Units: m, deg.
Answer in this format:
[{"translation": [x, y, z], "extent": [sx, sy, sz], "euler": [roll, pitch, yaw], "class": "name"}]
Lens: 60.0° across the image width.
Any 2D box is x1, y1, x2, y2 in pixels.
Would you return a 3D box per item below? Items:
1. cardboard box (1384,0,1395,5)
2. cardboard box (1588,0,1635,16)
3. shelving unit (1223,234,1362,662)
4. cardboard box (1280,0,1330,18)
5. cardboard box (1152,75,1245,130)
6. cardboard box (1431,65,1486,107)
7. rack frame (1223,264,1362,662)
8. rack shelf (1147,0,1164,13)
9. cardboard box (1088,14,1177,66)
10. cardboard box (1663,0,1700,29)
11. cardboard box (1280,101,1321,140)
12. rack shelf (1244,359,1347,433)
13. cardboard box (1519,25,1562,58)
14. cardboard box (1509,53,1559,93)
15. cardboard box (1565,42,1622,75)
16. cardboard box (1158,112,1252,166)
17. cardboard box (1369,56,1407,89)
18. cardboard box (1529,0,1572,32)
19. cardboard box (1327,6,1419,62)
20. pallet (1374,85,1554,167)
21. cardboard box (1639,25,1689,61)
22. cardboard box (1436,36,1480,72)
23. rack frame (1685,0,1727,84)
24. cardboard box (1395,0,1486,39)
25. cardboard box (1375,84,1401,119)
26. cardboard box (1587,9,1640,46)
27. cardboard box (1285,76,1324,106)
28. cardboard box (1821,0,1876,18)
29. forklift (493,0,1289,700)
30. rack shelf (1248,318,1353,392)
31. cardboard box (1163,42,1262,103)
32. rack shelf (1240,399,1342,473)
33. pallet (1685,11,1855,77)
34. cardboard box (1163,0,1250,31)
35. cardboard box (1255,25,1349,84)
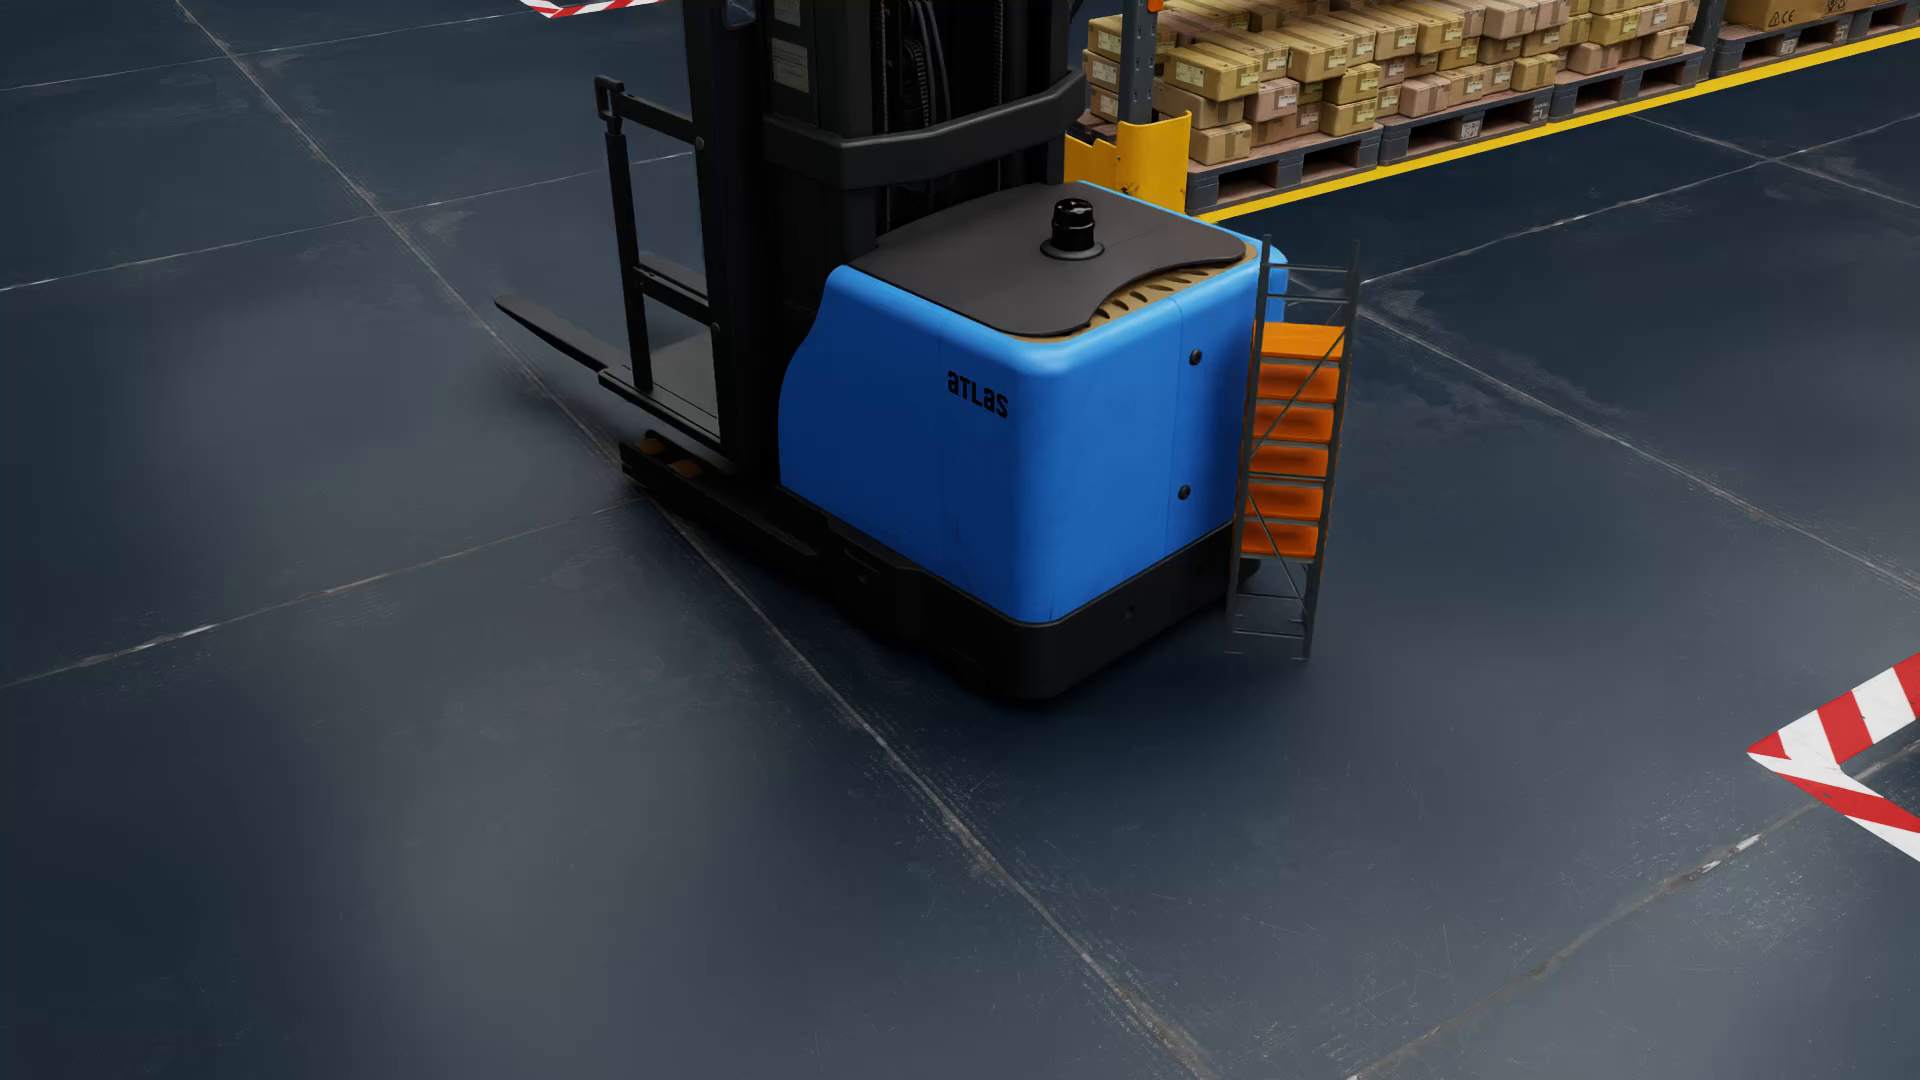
[{"translation": [2.146, -2.828, 8.642], "extent": [0.250, 0.149, 0.380], "euler": [-19, 37, -27], "class": "cardboard box"}, {"translation": [3.318, -2.888, 8.738], "extent": [0.250, 0.149, 0.380], "euler": [-19, 37, -28], "class": "cardboard box"}, {"translation": [0.878, -0.216, 4.463], "extent": [0.258, 1.200, 0.189], "euler": [5, 34, 8], "class": "shelving unit"}, {"translation": [1.659, -2.713, 8.460], "extent": [0.250, 0.149, 0.380], "euler": [-18, 36, -26], "class": "cardboard box"}, {"translation": [1.093, -2.029, 7.655], "extent": [0.250, 0.149, 0.380], "euler": [-17, 36, -25], "class": "cardboard box"}, {"translation": [2.420, -2.328, 8.407], "extent": [0.250, 0.149, 0.380], "euler": [-19, 37, -27], "class": "cardboard box"}, {"translation": [0.863, -0.166, 4.388], "extent": [0.240, 1.200, 0.006], "euler": [5, 34, 8], "class": "rack frame"}, {"translation": [2.194, -3.169, 8.136], "extent": [4.000, 0.370, 1.077], "euler": [-19, 37, -27], "class": "rack shelf"}, {"translation": [0.821, -2.385, 7.941], "extent": [0.250, 0.149, 0.380], "euler": [-19, 37, -27], "class": "cardboard box"}, {"translation": [3.783, -2.915, 9.060], "extent": [0.250, 0.149, 0.380], "euler": [-18, 37, -26], "class": "cardboard box"}, {"translation": [1.508, -2.062, 7.986], "extent": [0.250, 0.149, 0.380], "euler": [-19, 37, -27], "class": "cardboard box"}, {"translation": [0.877, -0.379, 4.354], "extent": [0.258, 0.103, 0.180], "euler": [5, 34, 8], "class": "rack shelf"}, {"translation": [2.879, -2.635, 8.616], "extent": [0.250, 0.149, 0.380], "euler": [-18, 36, -26], "class": "cardboard box"}, {"translation": [2.860, -2.458, 8.613], "extent": [0.250, 0.149, 0.380], "euler": [-19, 37, -27], "class": "cardboard box"}, {"translation": [3.279, -2.614, 8.861], "extent": [0.250, 0.149, 0.380], "euler": [-20, 38, -29], "class": "cardboard box"}, {"translation": [1.127, -1.875, 7.689], "extent": [0.250, 0.149, 0.380], "euler": [-18, 37, -26], "class": "cardboard box"}, {"translation": [1.957, -2.338, 8.145], "extent": [0.250, 0.149, 0.380], "euler": [-21, 38, -29], "class": "cardboard box"}, {"translation": [2.881, -2.729, 8.485], "extent": [0.250, 0.149, 0.380], "euler": [-21, 38, -30], "class": "cardboard box"}, {"translation": [1.987, -2.451, 8.045], "extent": [0.250, 0.149, 0.380], "euler": [-17, 36, -25], "class": "cardboard box"}, {"translation": [2.303, -2.307, 8.709], "extent": [1.213, 0.211, 1.003], "euler": [-19, 37, -27], "class": "pallet"}, {"translation": [3.730, -2.757, 9.088], "extent": [0.250, 0.149, 0.380], "euler": [-18, 37, -27], "class": "cardboard box"}, {"translation": [2.395, -2.509, 8.415], "extent": [0.250, 0.149, 0.380], "euler": [-17, 36, -25], "class": "cardboard box"}, {"translation": [3.875, -4.051, 8.861], "extent": [0.127, 3.000, 1.000], "euler": [-19, 37, -27], "class": "rack frame"}, {"translation": [2.392, -2.623, 8.317], "extent": [0.250, 0.149, 0.380], "euler": [-19, 37, -27], "class": "cardboard box"}, {"translation": [1.945, -2.203, 8.210], "extent": [0.250, 0.149, 0.380], "euler": [-19, 37, -27], "class": "cardboard box"}, {"translation": [3.346, -2.746, 8.792], "extent": [0.250, 0.149, 0.380], "euler": [-20, 38, -29], "class": "cardboard box"}, {"translation": [1.511, -2.193, 7.915], "extent": [0.250, 0.149, 0.380], "euler": [-18, 37, -27], "class": "cardboard box"}, {"translation": [5.084, -3.420, 9.810], "extent": [0.500, 0.500, 0.500], "euler": [-17, 36, -25], "class": "cardboard box"}, {"translation": [-0.476, -1.504, 4.888], "extent": [1.130, 2.935, 3.031], "euler": [-27, 41, -36], "class": "forklift"}, {"translation": [0.876, -0.479, 4.288], "extent": [0.258, 0.103, 0.180], "euler": [5, 34, 8], "class": "rack shelf"}, {"translation": [1.138, -2.118, 7.516], "extent": [0.250, 0.149, 0.380], "euler": [-21, 38, -29], "class": "cardboard box"}, {"translation": [0.878, -0.279, 4.421], "extent": [0.258, 0.103, 0.180], "euler": [5, 34, 8], "class": "rack shelf"}, {"translation": [4.529, -3.098, 9.963], "extent": [1.213, 0.211, 1.003], "euler": [-19, 37, -27], "class": "pallet"}, {"translation": [1.212, -2.564, 8.224], "extent": [0.250, 0.149, 0.380], "euler": [-20, 37, -28], "class": "cardboard box"}, {"translation": [1.585, -2.267, 7.753], "extent": [0.250, 0.149, 0.380], "euler": [-19, 37, -27], "class": "cardboard box"}]
